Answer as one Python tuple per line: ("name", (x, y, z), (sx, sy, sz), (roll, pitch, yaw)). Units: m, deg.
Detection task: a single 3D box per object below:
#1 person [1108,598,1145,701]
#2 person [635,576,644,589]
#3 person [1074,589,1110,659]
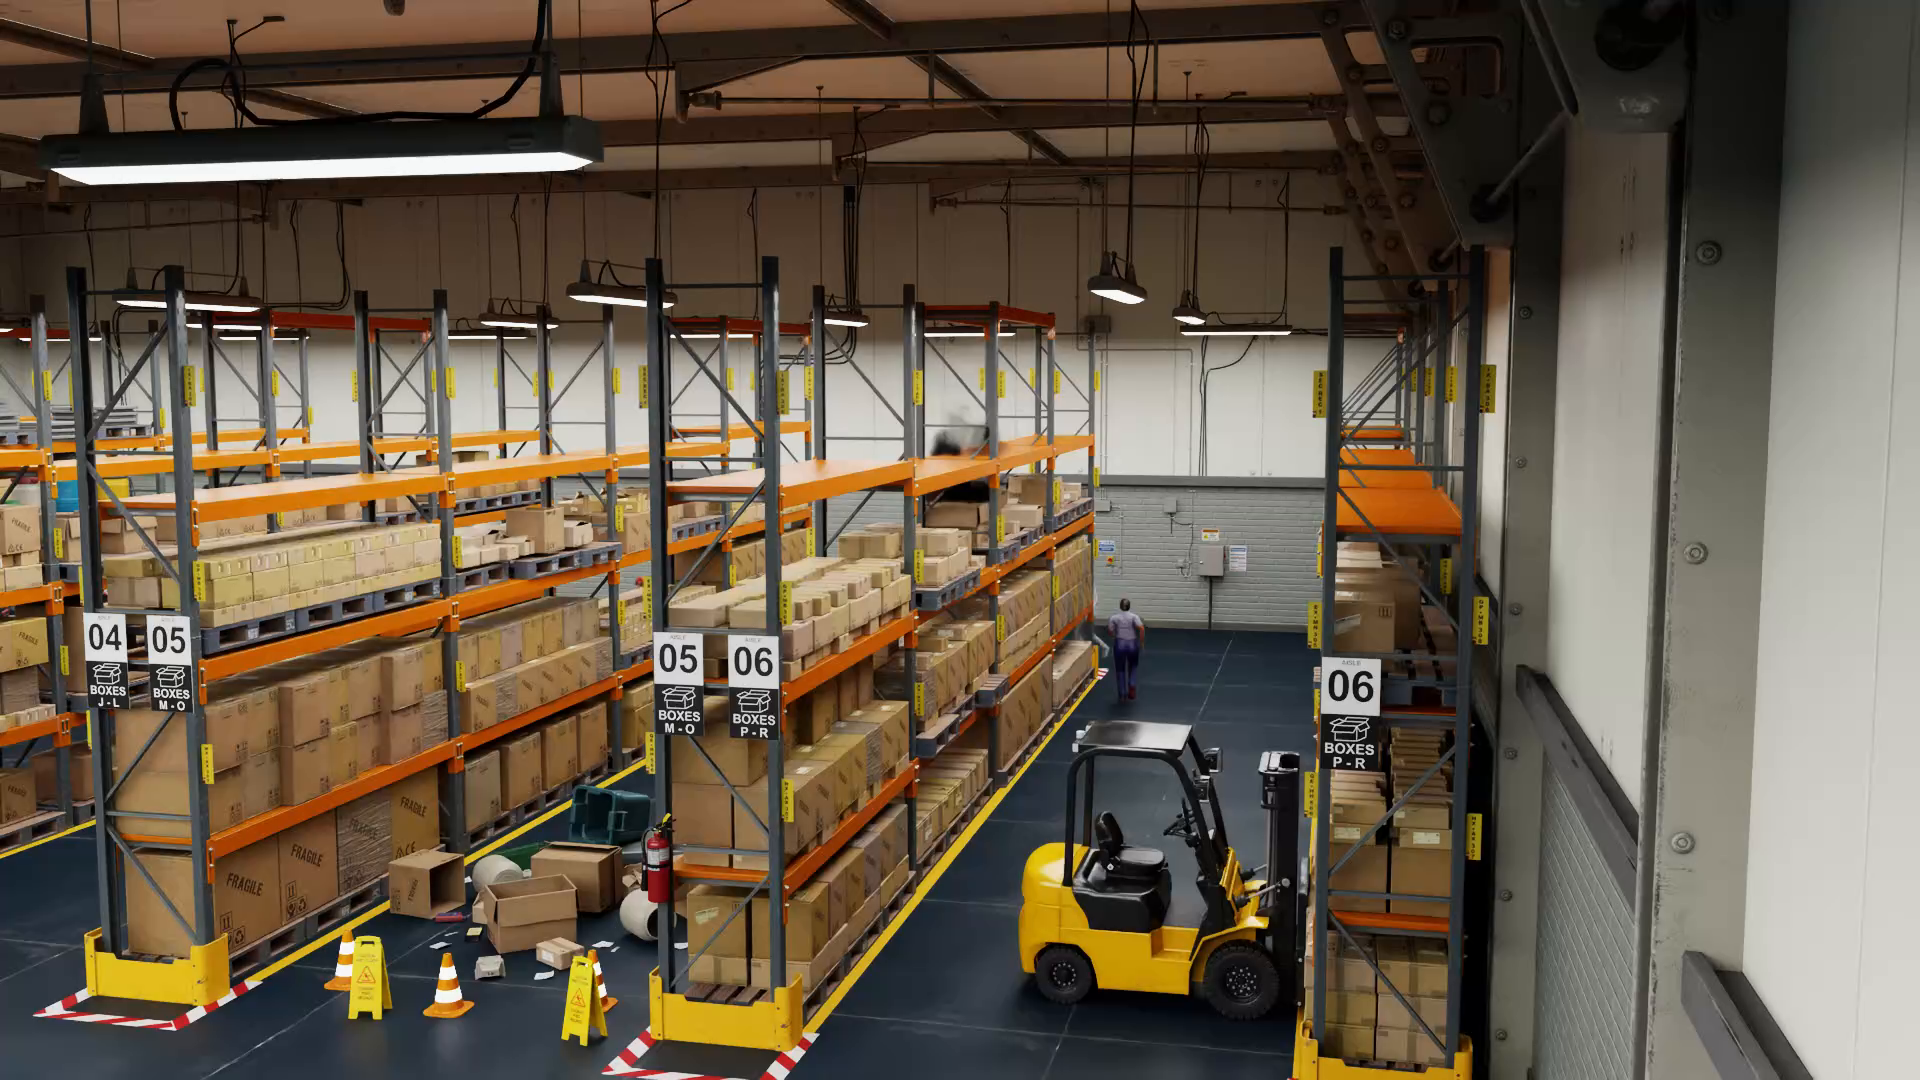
("person", (2.613, 1.713, 26.120), (0.576, 1.614, 0.721), (1, 6, 5))
("person", (-5.315, 1.495, 27.710), (0.652, 1.802, 0.643), (1, 6, 13))
("person", (2.211, 1.360, 29.498), (0.726, 1.644, 0.680), (5, 7, 39))
